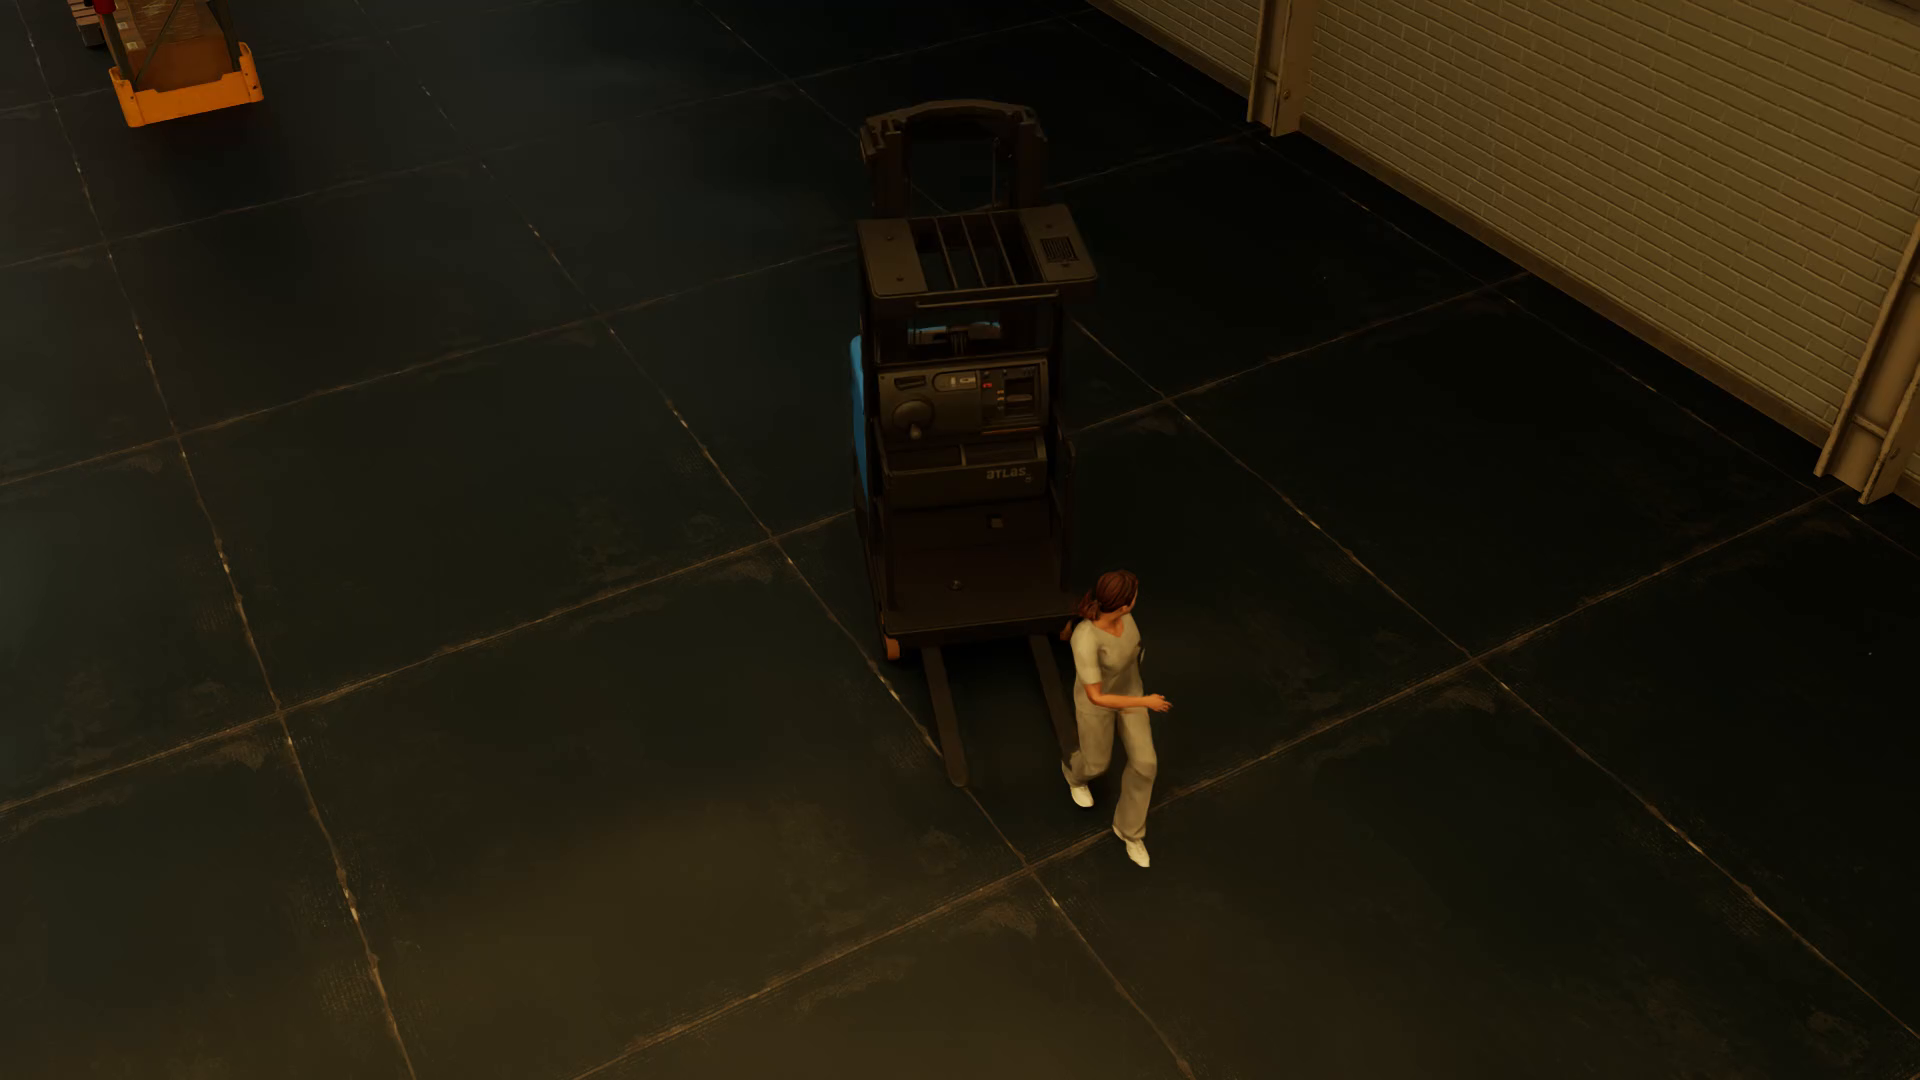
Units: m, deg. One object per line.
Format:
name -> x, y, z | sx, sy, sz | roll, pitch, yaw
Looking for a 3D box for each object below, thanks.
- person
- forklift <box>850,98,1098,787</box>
person -> 0.738, 0.804, 8.128 | 0.482, 1.649, 0.848 | -21, 44, -23
forklift -> 0.059, -0.688, 8.865 | 1.130, 2.935, 3.031 | -6, 40, -7
